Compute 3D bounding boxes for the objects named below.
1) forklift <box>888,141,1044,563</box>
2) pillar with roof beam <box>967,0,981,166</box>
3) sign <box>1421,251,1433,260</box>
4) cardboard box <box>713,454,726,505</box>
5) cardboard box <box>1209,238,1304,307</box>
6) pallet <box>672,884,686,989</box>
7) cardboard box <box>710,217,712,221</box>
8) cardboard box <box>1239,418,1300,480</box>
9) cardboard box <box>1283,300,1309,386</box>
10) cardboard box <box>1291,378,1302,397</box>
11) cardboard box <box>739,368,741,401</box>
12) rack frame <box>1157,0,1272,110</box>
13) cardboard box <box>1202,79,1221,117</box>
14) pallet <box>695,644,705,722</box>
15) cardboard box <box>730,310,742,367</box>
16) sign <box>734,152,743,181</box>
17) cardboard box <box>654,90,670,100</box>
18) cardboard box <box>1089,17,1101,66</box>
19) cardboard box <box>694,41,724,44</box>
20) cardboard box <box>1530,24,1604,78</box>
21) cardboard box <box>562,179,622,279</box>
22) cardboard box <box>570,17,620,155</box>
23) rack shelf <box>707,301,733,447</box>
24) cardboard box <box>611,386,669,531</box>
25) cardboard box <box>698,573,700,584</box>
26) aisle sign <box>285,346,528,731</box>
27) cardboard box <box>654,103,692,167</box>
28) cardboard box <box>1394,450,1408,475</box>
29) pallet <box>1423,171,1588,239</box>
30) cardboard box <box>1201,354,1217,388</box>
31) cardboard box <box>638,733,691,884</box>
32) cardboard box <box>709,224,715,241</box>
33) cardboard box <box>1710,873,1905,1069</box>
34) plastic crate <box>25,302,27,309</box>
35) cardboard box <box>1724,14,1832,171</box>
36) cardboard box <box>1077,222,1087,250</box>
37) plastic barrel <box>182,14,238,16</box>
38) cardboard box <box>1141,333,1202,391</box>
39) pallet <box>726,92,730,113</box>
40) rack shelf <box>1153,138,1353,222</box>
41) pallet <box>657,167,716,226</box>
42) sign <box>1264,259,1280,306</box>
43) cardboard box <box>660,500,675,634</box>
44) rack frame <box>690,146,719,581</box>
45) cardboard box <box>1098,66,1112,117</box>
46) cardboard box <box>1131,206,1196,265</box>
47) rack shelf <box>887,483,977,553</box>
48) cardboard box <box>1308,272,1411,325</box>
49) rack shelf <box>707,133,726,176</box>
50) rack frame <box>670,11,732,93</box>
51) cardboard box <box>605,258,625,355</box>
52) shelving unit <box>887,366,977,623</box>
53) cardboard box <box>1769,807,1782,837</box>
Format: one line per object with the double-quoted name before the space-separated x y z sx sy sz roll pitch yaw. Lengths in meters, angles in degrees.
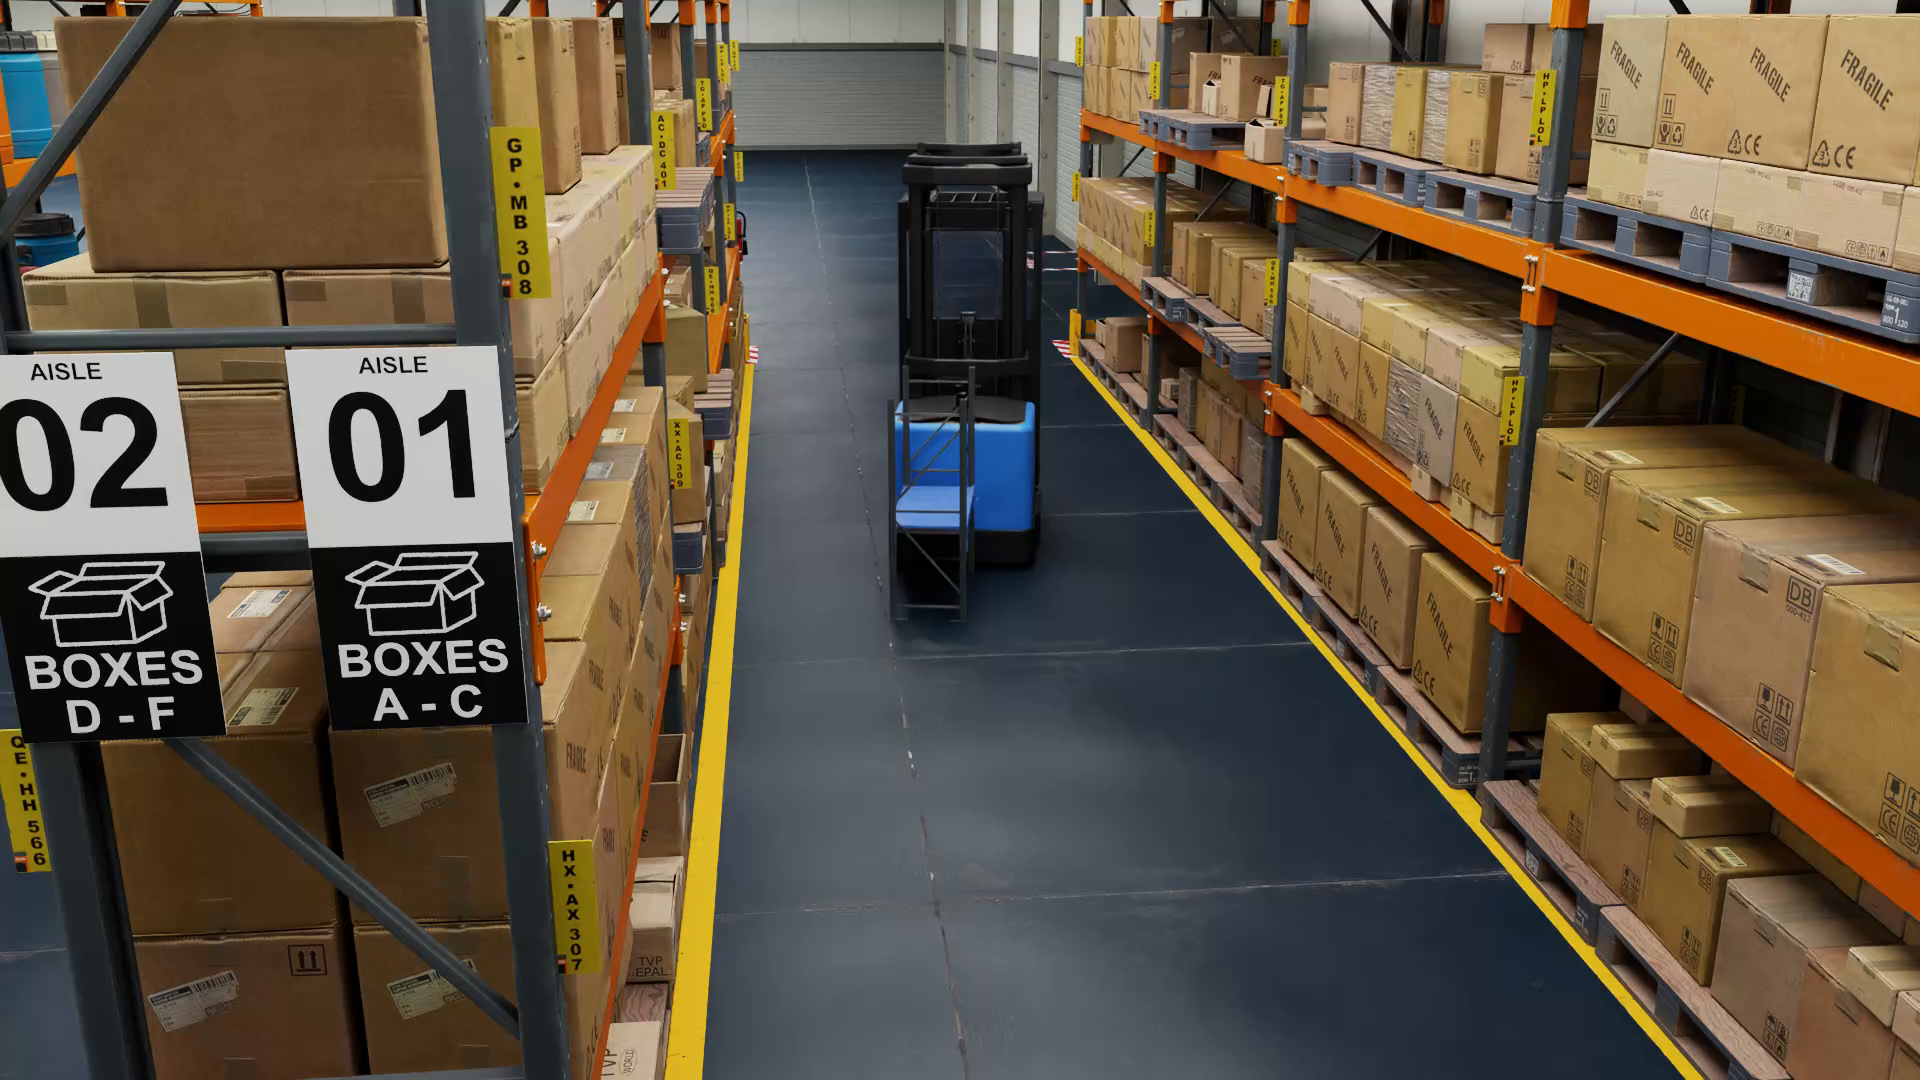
"forklift" 0.092 -1.625 12.959 1.130 2.935 3.031 1 17 3
"pillar with roof beam" -3.936 -13.381 40.276 9.100 9.000 0.400 -2 18 -6
"sign" 3.266 -1.870 11.694 0.100 0.325 0.005 -2 18 -6
"cardboard box" -1.975 -0.467 12.110 0.500 0.311 0.500 -1 17 -4
"cardboard box" 2.470 -2.235 13.886 0.700 0.500 0.500 1 17 2
"pallet" -1.730 1.581 7.289 1.003 0.211 1.213 -2 18 -6
"cardboard box" -2.731 -3.287 15.806 0.700 0.500 0.500 -2 18 -6
"cardboard box" 2.650 -0.687 13.297 0.700 0.500 0.500 -2 18 -6
"cardboard box" 2.510 -1.346 11.261 0.500 0.500 0.500 -1 17 -4
"cardboard box" 2.518 -1.084 11.509 0.380 0.149 0.250 -2 18 -6
"cardboard box" -2.418 -1.523 16.409 0.500 0.250 0.500 -2 18 -6
"rack frame" 2.301 -5.354 14.707 1.000 3.000 0.127 -2 18 -6
"cardboard box" 2.342 -3.732 13.996 0.500 0.311 0.500 -1 17 -4
"pallet" -2.051 0.771 9.869 1.003 0.211 1.213 -2 18 -6
"cardboard box" -2.465 -2.030 16.771 0.500 0.500 0.500 -2 18 -6
"sign" -2.497 -4.207 18.742 0.100 0.325 0.005 -2 18 -6
"cardboard box" -2.489 -3.326 12.805 0.500 0.250 0.500 -3 18 -10
"cardboard box" 1.689 -5.376 17.914 0.500 0.500 0.500 -2 18 -6
"cardboard box" -2.670 -4.580 16.142 0.797 0.503 0.637 0 17 0
"cardboard box" 3.166 -2.421 8.219 0.500 0.250 0.500 -1 17 -2
"cardboard box" -1.332 -0.969 5.162 0.500 0.250 0.500 -2 18 -6
"cardboard box" -1.712 -1.766 6.451 0.700 0.500 0.500 -2 18 -6
"rack shelf" -2.419 -1.398 13.325 1.077 0.370 4.000 -2 18 -6
"cardboard box" -1.491 -0.336 6.904 0.500 0.500 0.500 -2 18 -5
"cardboard box" -1.763 0.072 9.627 0.500 0.250 0.500 -2 18 -7
"aisle sign" -1.089 0.009 3.302 0.394 0.787 0.004 -2 18 -6
"cardboard box" -2.082 -2.344 9.960 0.910 0.500 0.500 -2 18 -6
"cardboard box" 2.723 -0.470 9.551 0.380 0.149 0.250 -2 18 -7
"pallet" 2.983 -1.720 8.459 0.805 0.209 1.217 -2 18 -8
"cardboard box" 2.443 -1.517 14.688 0.500 0.250 0.500 -2 18 -7
"cardboard box" -1.459 1.190 7.319 0.500 0.500 0.500 -2 18 -6
"cardboard box" -2.487 -2.856 15.515 0.380 0.149 0.250 -2 17 -5
"cardboard box" 3.263 1.571 6.136 0.700 0.500 0.500 -2 18 -7
"plastic crate" -7.002 -1.515 12.389 0.402 0.464 0.583 -2 18 -6
"cardboard box" 3.037 -1.553 5.737 0.500 0.500 0.500 -2 18 -5
"cardboard box" 1.623 -3.466 18.927 0.500 0.250 0.500 -2 18 -7
"plastic barrel" -7.789 -5.073 17.402 0.600 0.830 0.708 -2 18 -6
"cardboard box" 2.155 -1.817 16.895 0.500 0.500 0.500 -3 18 -10
"pallet" -2.991 -4.707 17.801 1.003 0.211 1.213 -2 18 -6
"rack shelf" 2.508 -2.984 13.366 1.077 0.370 4.000 -2 18 -6
"pallet" -1.908 -1.801 8.711 1.213 0.211 1.003 -2 18 -6
"sign" 2.175 -1.795 11.586 0.100 0.325 0.005 -2 18 -6
"cardboard box" -1.493 0.139 7.059 0.500 0.500 0.500 -1 17 -5
"rack frame" -2.213 -1.146 11.319 1.000 3.000 0.127 -2 18 -6
"cardboard box" 1.752 -4.749 17.587 0.500 0.500 0.500 -1 17 -3
"cardboard box" 1.945 -2.919 15.931 0.500 0.500 0.500 -2 18 -6
"rack shelf" -0.178 -0.159 11.280 0.538 0.185 1.000 1 17 3
"cardboard box" 2.561 -1.554 10.669 0.500 0.250 0.500 -2 18 -6
"rack shelf" -2.419 -2.830 12.875 1.077 0.370 4.000 -2 18 -6
"rack frame" -3.038 -6.392 18.012 1.000 3.000 0.127 -2 18 -6
"cardboard box" -1.338 -0.730 5.237 0.500 0.250 0.500 -2 18 -6
"shelving unit" -0.178 -0.331 11.226 0.538 1.500 1.048 1 17 3
"cardboard box" 3.394 1.062 6.676 0.380 0.149 0.250 -2 18 -5
